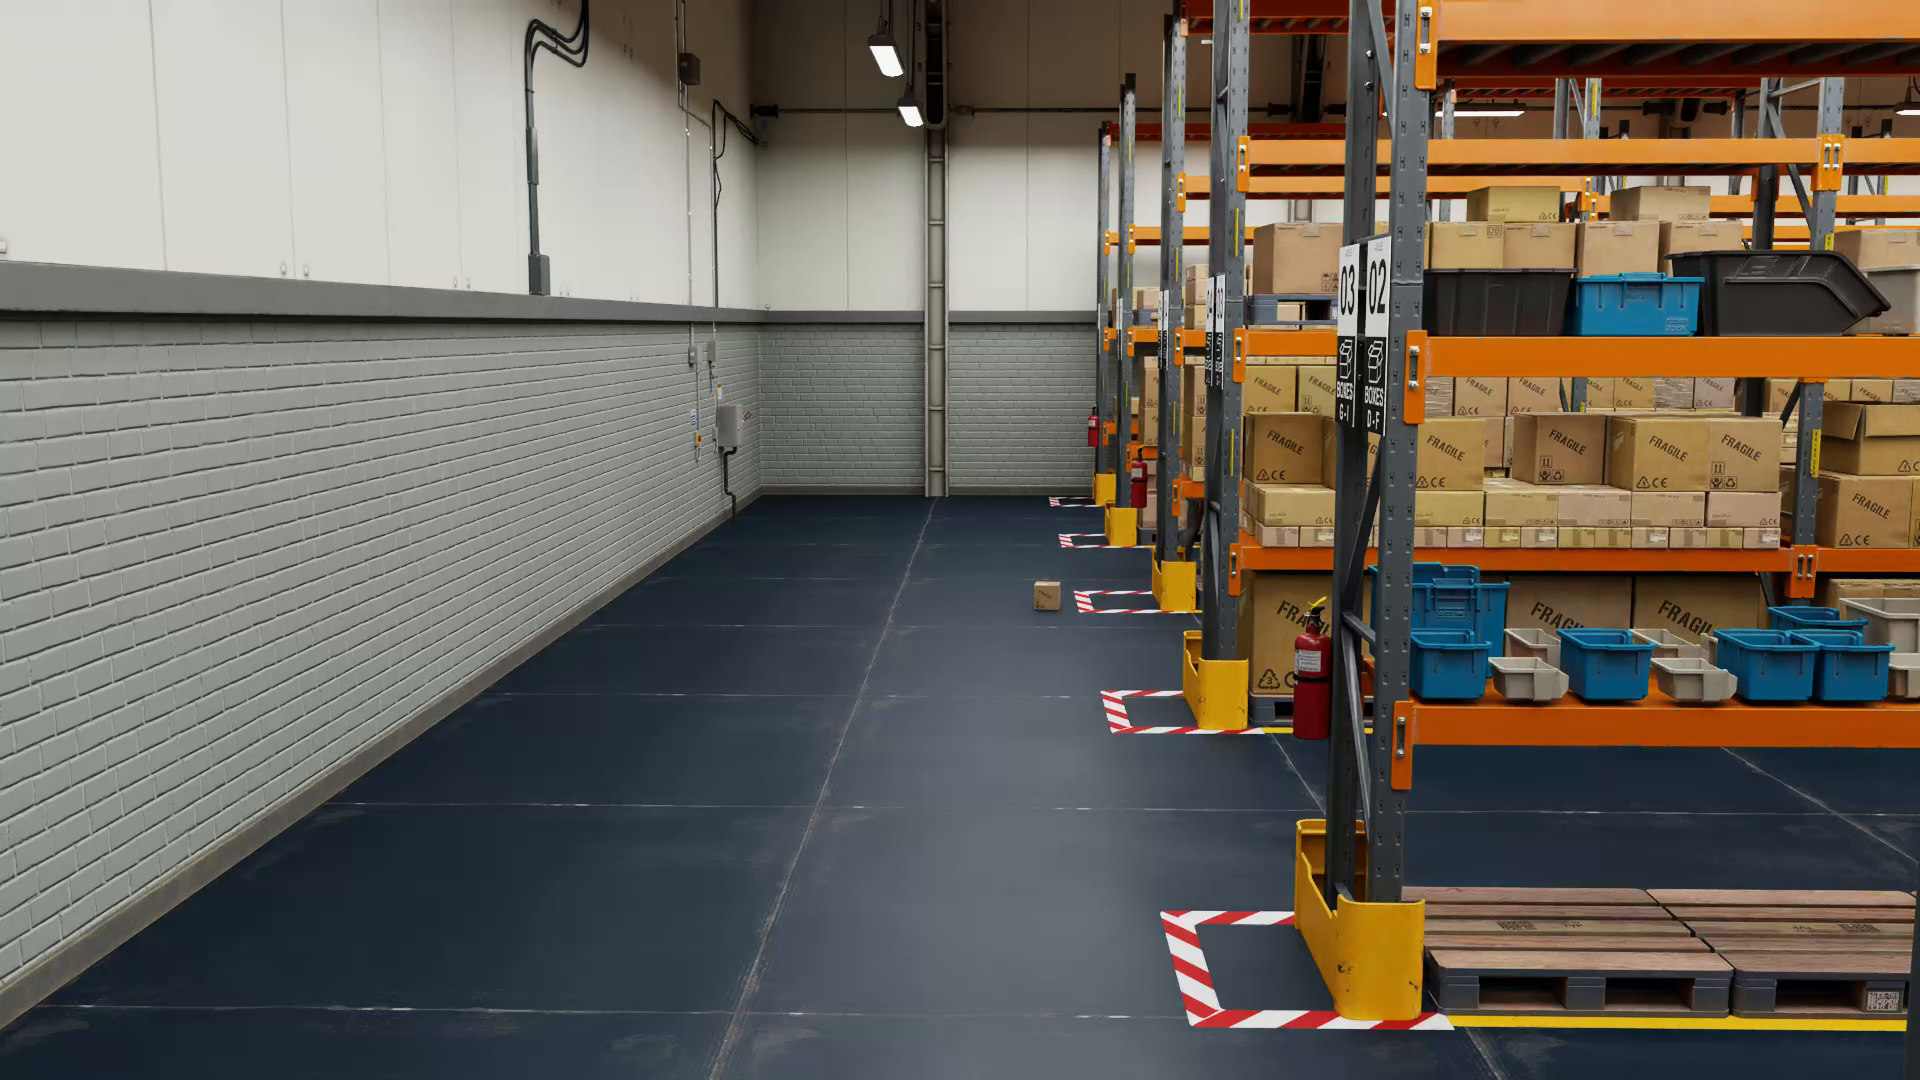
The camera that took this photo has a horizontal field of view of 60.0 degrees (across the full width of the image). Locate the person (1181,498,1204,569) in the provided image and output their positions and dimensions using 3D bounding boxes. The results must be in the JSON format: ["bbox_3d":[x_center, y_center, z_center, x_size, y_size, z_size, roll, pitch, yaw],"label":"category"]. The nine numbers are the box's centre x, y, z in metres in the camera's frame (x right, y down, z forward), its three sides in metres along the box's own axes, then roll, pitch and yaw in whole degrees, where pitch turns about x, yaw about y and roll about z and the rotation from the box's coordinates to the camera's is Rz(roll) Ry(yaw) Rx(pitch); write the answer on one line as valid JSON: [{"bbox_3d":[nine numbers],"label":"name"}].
[{"bbox_3d":[2.894,-0.445,19.401,0.752,1.676,0.444,-3,8,-22],"label":"person"}]
